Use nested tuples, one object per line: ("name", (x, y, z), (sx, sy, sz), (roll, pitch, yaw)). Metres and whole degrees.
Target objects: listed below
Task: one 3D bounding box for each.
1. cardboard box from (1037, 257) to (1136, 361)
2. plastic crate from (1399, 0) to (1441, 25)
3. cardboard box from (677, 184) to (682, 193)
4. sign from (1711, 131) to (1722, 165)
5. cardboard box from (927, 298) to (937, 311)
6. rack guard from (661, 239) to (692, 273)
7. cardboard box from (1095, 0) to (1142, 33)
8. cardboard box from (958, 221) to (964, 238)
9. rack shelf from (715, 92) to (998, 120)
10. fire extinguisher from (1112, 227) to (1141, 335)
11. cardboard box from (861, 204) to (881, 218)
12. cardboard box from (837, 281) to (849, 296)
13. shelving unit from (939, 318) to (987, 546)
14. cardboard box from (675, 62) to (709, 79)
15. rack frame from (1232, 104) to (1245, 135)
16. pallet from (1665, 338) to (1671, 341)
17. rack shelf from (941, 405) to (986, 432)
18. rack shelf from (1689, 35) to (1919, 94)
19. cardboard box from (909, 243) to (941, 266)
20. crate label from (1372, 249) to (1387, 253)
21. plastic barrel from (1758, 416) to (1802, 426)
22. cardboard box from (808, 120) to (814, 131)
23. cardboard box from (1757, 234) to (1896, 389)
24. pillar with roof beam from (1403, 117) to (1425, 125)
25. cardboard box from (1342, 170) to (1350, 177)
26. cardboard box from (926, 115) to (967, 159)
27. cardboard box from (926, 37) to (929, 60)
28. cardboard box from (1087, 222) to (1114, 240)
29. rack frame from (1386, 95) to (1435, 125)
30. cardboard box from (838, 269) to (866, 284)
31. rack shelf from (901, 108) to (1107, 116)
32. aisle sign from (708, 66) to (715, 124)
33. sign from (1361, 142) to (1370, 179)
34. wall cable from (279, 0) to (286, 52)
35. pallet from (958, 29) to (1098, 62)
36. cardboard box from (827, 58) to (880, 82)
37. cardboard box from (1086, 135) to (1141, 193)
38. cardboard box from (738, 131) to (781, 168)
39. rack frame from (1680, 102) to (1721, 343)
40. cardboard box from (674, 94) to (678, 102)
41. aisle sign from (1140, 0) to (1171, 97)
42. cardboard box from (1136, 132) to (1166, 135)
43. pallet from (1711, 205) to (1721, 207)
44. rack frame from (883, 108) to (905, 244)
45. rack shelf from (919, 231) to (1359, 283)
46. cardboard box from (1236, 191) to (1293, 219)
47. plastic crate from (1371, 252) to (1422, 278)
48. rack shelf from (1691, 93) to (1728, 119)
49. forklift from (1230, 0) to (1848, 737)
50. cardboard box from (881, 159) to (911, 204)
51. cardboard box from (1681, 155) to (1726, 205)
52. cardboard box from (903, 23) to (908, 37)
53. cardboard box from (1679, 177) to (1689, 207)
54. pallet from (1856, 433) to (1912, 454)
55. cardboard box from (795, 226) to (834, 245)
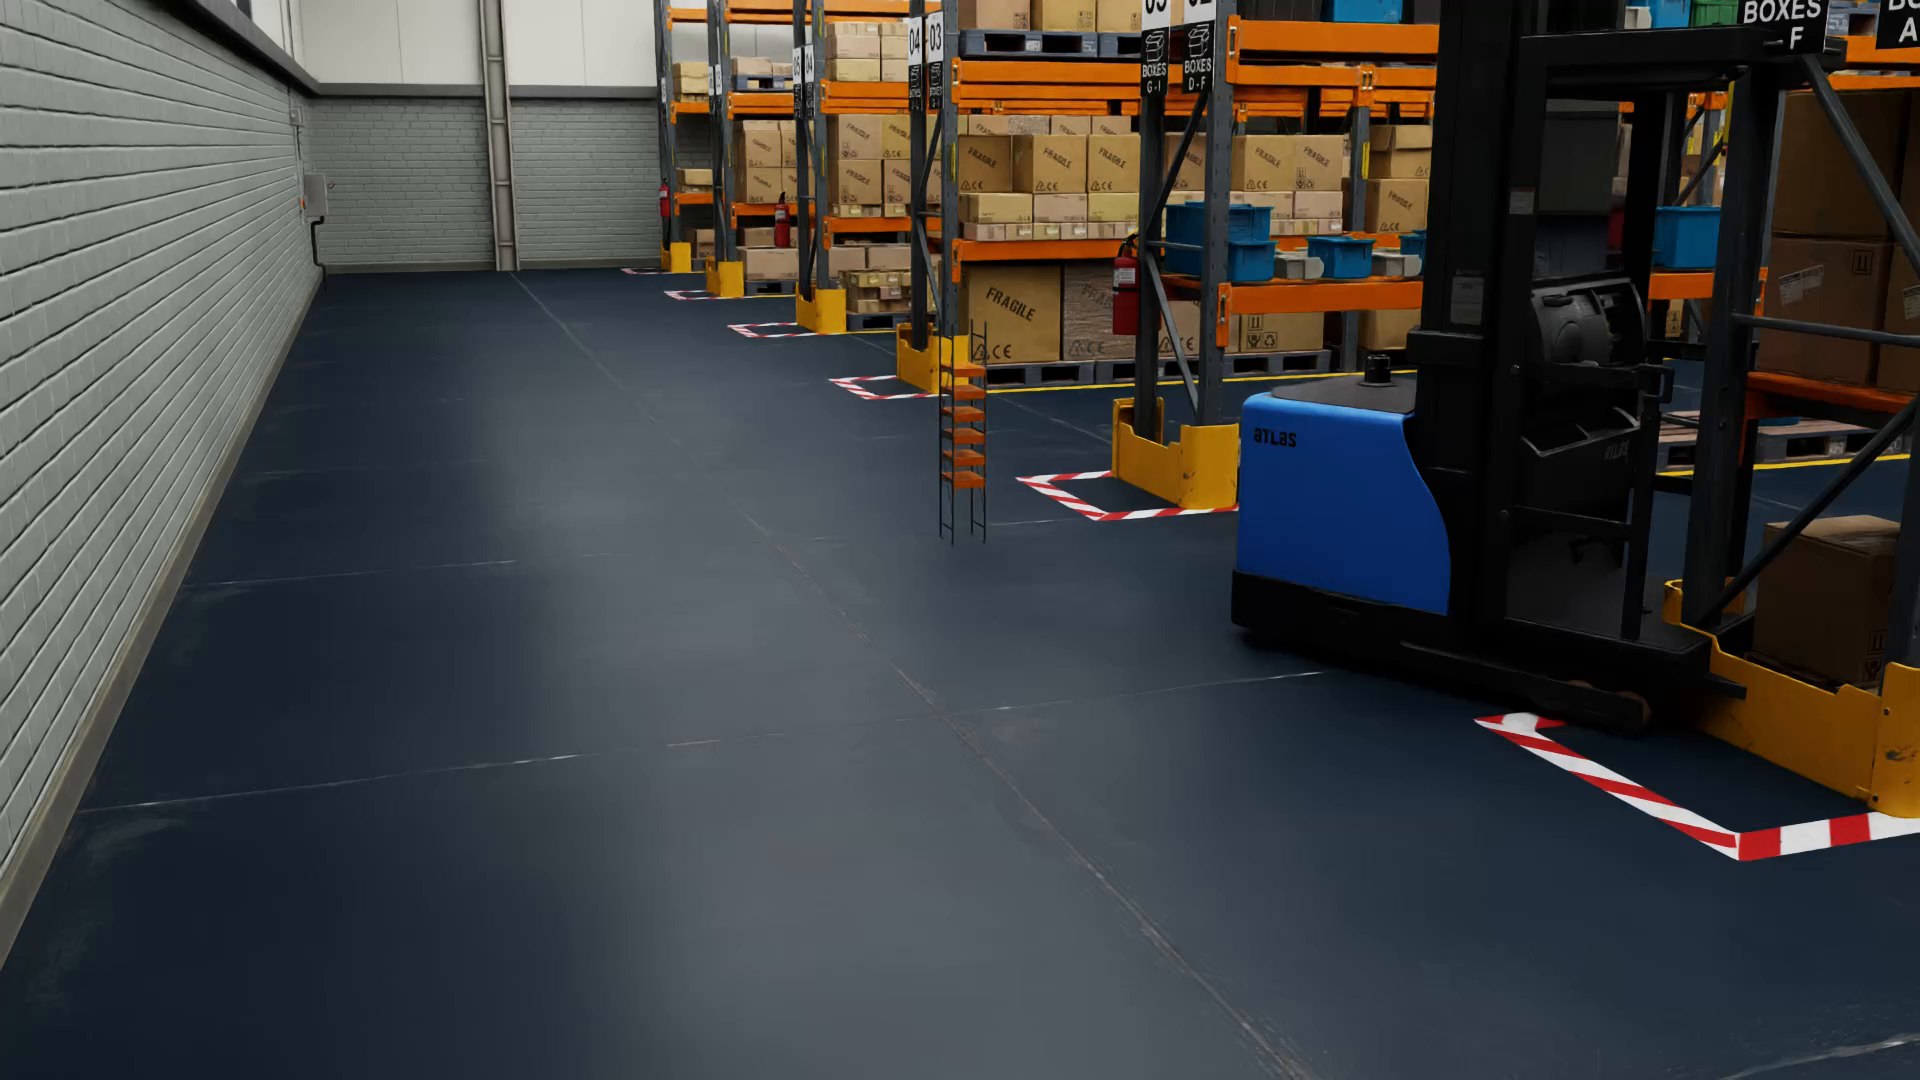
("cardboard box", (1.211, -2.167, 15.456), (0.875, 0.875, 0.875), (-4, 14, -18))
("plastic crate", (2.883, -3.260, 10.018), (0.767, 0.338, 0.504), (-4, 14, -18))
("cardboard box", (-4.751, -6.088, 28.797), (0.250, 0.149, 0.380), (-5, 14, -19))
("sign", (7.530, -3.897, 16.542), (0.005, 0.325, 0.100), (-4, 14, -18))
("cardboard box", (-0.388, -2.798, 19.676), (0.250, 0.149, 0.380), (-4, 14, -17))
("rack guard", (-4.908, -4.916, 28.730), (0.348, 0.500, 1.175), (-4, 14, -18))
("cardboard box", (1.289, -4.740, 14.765), (0.500, 0.500, 0.700), (-5, 14, -22))
("cardboard box", (0.000, -2.841, 15.147), (0.250, 0.149, 0.380), (-4, 14, -17))
("rack shelf", (-1.498, -6.295, 24.198), (4.000, 0.370, 1.077), (-4, 14, -18))
("fire extinguisher", (1.059, -1.648, 10.562), (0.183, 0.674, 0.296), (-4, 14, -18))
("cardboard box", (-1.079, -3.818, 19.253), (0.250, 0.149, 0.380), (-4, 14, -16))
("cardboard box", (-1.310, -3.024, 19.983), (0.250, 0.149, 0.380), (-5, 14, -20))
("shelving unit", (0.014, -0.585, 9.008), (0.189, 1.200, 0.258), (-4, 14, -18))
("cardboard box", (-4.479, -7.878, 27.901), (0.500, 0.250, 0.500), (-5, 14, -19))
("rack frame", (4.189, -5.629, 26.324), (0.127, 3.000, 1.000), (-4, 14, -18))
("pallet", (6.578, -2.057, 17.334), (1.213, 0.211, 1.003), (-4, 14, -18))
("rack shelf", (0.014, -0.658, 8.991), (0.180, 0.103, 0.258), (-4, 14, -18))
("rack shelf", (7.034, -3.331, 11.735), (4.000, 0.370, 1.077), (-4, 14, -18))
("cardboard box", (-0.232, -4.268, 25.235), (0.875, 0.438, 0.875), (-5, 14, -19))
("crate label", (2.598, -1.823, 10.766), (0.243, 0.136, 0.396), (-4, 14, -18))
("plastic barrel", (5.659, -1.293, 11.726), (0.708, 0.901, 0.600), (-4, 14, -18))
("cardboard box", (-2.216, -5.907, 23.714), (0.250, 0.149, 0.380), (-5, 14, -20))
("cardboard box", (3.261, -0.833, 5.947), (0.500, 0.500, 0.500), (-4, 14, -16))
("pillar with roof beam", (10.610, -9.428, 29.333), (0.400, 9.000, 9.100), (-4, 14, -18))
("cardboard box", (4.802, -4.582, 20.918), (0.250, 0.149, 0.380), (-4, 14, -18))
("cardboard box", (-0.232, -4.687, 19.345), (0.500, 0.500, 0.500), (-5, 14, -19))
("cardboard box", (-0.243, -5.638, 19.126), (0.500, 0.250, 0.500), (-4, 14, -17))
("cardboard box", (1.182, -2.773, 14.860), (0.250, 0.149, 0.380), (-5, 14, -19))
("rack frame", (5.863, -4.550, 21.791), (0.127, 3.000, 1.000), (-4, 14, -18))
("cardboard box", (-1.298, -3.161, 19.919), (0.250, 0.149, 0.380), (-4, 14, -17))
("rack shelf", (0.707, -7.679, 30.015), (4.000, 0.370, 1.077), (-4, 14, -18))
("aisle sign", (-3.560, -6.366, 23.804), (0.004, 0.787, 0.394), (-4, 14, -18))
("sign", (3.737, -3.498, 15.325), (0.005, 0.325, 0.100), (-4, 14, -18))
("wall cable", (-8.695, -7.475, 21.123), (0.029, 3.000, 0.463), (-4, 14, -18))
("pallet", (0.467, -4.338, 14.607), (1.213, 0.211, 1.003), (-4, 14, -18))
("cardboard box", (-1.212, -5.323, 18.883), (0.500, 0.250, 0.500), (-4, 14, -16))
("cardboard box", (1.271, -3.354, 14.822), (0.500, 0.500, 0.500), (-5, 14, -20))
("cardboard box", (-2.848, -5.546, 23.601), (0.500, 0.500, 0.500), (-5, 14, -19))
("rack frame", (7.350, -3.455, 17.186), (0.127, 3.000, 1.000), (-4, 14, -18))
("cardboard box", (-4.750, -7.538, 28.412), (0.250, 0.149, 0.380), (-4, 14, -17))
("aisle sign", (1.185, -3.102, 10.084), (0.004, 0.787, 0.394), (-4, 14, -18))
("cardboard box", (2.826, -5.993, 25.480), (0.500, 0.500, 0.500), (-4, 14, -18))
("pallet", (7.991, -3.438, 17.528), (1.003, 0.211, 1.213), (-4, 14, -18))
("rack frame", (-1.189, -6.422, 29.658), (0.127, 3.000, 1.000), (-4, 14, -18))
("rack shelf", (1.663, -2.662, 15.408), (4.000, 0.370, 1.077), (-4, 14, -18))
("cardboard box", (2.734, -3.103, 15.386), (0.500, 0.250, 0.500), (-4, 14, -16))
("plastic crate", (2.659, -1.681, 10.167), (0.298, 0.136, 0.250), (-4, 14, -18))
("rack shelf", (11.550, -6.103, 23.389), (4.000, 0.370, 1.077), (-4, 14, -18))
("forklift", (2.599, -0.839, 6.338), (3.031, 2.935, 1.130), (13, 18, 43))
("cardboard box", (-0.706, -4.171, 19.337), (0.500, 0.500, 0.500), (-4, 14, -18))
("cardboard box", (7.849, -3.757, 17.331), (0.500, 0.500, 0.500), (-6, 15, -25))
("cardboard box", (-0.581, -5.794, 18.920), (0.250, 0.149, 0.380), (-4, 14, -17))
("cardboard box", (6.961, -3.413, 16.793), (0.500, 0.500, 0.500), (-4, 14, -16))
("pallet", (7.041, -0.856, 12.284), (1.213, 0.211, 1.003), (-4, 14, -18))
("cardboard box", (-2.564, -5.270, 29.312), (0.500, 0.500, 0.700), (-5, 14, -20))
